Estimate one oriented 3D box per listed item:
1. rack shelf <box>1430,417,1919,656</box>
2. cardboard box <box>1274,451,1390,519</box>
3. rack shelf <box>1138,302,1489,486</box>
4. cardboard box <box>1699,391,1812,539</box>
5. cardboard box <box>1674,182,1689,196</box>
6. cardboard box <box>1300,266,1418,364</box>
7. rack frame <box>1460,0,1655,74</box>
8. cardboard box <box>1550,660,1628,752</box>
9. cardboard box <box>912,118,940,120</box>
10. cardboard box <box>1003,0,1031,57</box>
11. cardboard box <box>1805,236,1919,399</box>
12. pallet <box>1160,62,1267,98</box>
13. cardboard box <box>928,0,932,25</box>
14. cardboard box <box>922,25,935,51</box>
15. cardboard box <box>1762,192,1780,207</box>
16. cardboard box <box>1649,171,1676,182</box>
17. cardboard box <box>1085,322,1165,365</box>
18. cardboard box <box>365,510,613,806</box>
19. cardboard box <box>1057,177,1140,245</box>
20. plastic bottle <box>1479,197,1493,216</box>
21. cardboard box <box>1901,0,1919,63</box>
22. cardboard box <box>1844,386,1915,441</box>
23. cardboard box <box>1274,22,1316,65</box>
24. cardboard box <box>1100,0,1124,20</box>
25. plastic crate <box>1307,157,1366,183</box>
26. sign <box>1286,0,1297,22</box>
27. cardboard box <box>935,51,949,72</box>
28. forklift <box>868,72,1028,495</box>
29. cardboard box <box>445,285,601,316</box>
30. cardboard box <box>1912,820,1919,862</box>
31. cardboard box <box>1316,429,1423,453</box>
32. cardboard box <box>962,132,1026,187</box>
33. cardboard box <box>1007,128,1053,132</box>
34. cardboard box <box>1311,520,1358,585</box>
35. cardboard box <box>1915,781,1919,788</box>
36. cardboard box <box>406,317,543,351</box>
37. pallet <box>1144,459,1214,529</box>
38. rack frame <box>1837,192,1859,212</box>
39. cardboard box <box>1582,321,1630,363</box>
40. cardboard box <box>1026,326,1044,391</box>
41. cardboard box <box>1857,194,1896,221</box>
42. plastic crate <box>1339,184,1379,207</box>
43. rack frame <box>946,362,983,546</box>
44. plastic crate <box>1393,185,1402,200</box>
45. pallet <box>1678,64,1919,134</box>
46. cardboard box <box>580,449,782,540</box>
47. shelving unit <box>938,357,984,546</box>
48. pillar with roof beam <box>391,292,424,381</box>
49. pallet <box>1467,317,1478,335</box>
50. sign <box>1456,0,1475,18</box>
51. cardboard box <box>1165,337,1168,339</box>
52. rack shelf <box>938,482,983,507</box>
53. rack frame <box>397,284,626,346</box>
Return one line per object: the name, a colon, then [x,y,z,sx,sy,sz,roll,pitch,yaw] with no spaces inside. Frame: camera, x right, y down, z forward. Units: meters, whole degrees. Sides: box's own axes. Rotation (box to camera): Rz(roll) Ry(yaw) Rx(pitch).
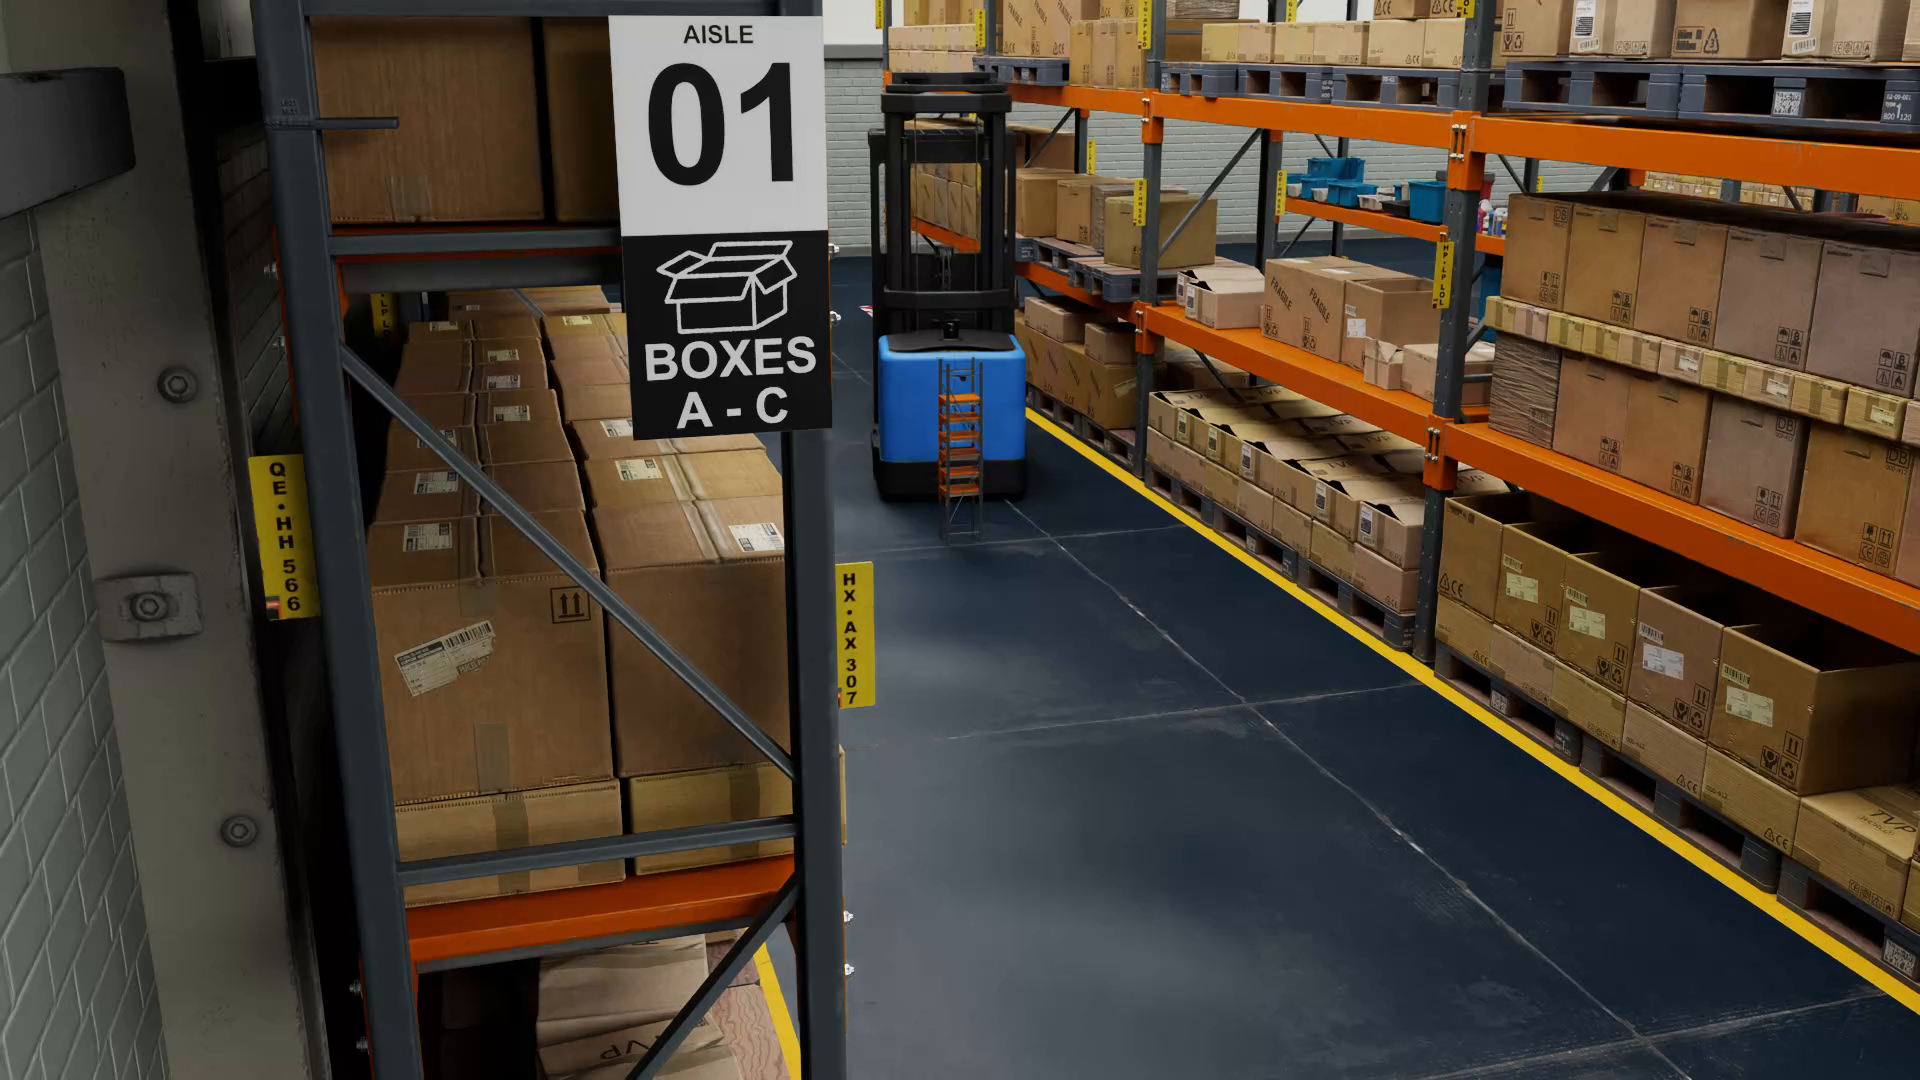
rack shelf: [3.459,0.062,6.782,1.077,0.370,4.000,-5,17,-15]
cardboard box: [2.238,-0.360,10.010,0.500,0.311,0.500,-5,17,-15]
rack shelf: [2.359,-1.045,10.466,1.077,0.370,4.000,-5,17,-15]
cardboard box: [3.464,-0.335,6.681,0.700,0.500,0.500,-4,17,-14]
cardboard box: [9.201,-4.409,20.851,0.380,0.149,0.250,-5,17,-16]
cardboard box: [2.431,-1.382,10.164,0.500,0.500,0.500,-5,17,-15]
rack frame: [2.909,-3.709,7.658,1.000,3.000,0.127,-5,17,-15]
cardboard box: [3.010,0.710,7.425,0.500,0.250,0.500,-5,17,-15]
cardboard box: [-0.521,-4.538,18.935,0.500,0.500,0.500,-4,17,-14]
cardboard box: [0.778,-4.637,14.883,0.600,0.600,0.600,-6,18,-20]
cardboard box: [3.589,-0.828,6.065,0.700,0.500,0.500,-5,17,-15]
pallet: [2.082,-3.108,11.198,1.213,0.211,1.003,-4,17,-13]
cardboard box: [0.064,-5.703,17.597,0.700,0.500,0.500,-5,17,-15]
cardboard box: [-0.090,-5.181,17.165,0.500,0.250,0.500,-5,17,-15]
cardboard box: [9.625,-3.982,19.432,0.380,0.149,0.250,-4,17,-14]
cardboard box: [9.158,-4.711,21.164,0.500,0.250,0.500,-5,17,-16]
cardboard box: [1.307,-1.570,13.243,0.500,0.250,0.500,-4,17,-13]
cardboard box: [-1.088,0.253,3.819,0.500,0.500,0.500,-5,17,-16]
cardboard box: [1.255,-2.814,14.202,0.700,0.500,0.500,-10,19,-29]
plastic bottle: [5.270,-3.282,16.748,0.144,0.351,0.185,-5,17,-15]
cardboard box: [3.438,-1.660,5.338,0.500,0.250,0.500,-5,17,-15]
cardboard box: [3.437,-0.464,5.981,0.380,0.149,0.250,-4,17,-14]
cardboard box: [2.296,-3.084,10.323,0.500,0.250,0.500,-5,17,-16]
cardboard box: [1.415,-4.309,12.957,0.500,0.500,0.500,-5,17,-15]
plastic crate: [4.646,-4.514,20.598,0.616,0.435,0.499,-5,17,-15]
sign: [2.345,-3.706,11.825,0.100,0.325,0.005,-5,17,-15]
cardboard box: [0.048,-4.804,16.777,0.500,0.250,0.500,-5,17,-15]
forklift: [-0.144,-2.095,12.830,1.130,2.935,3.031,-1,17,-4]
cardboard box: [-2.107,-1.000,8.130,0.700,0.500,0.500,-3,17,-10]
cardboard box: [3.575,0.902,5.480,0.500,0.500,0.500,-5,17,-15]
cardboard box: [2.611,-0.548,10.637,0.500,0.311,0.500,-4,17,-14]
cardboard box: [0.322,-3.695,16.127,0.500,0.500,0.500,-5,17,-15]
cardboard box: [0.709,-3.871,16.712,0.500,0.500,0.500,-5,18,-17]
cardboard box: [2.379,0.048,9.628,0.500,0.250,0.500,-5,17,-16]
cardboard box: [3.934,1.082,6.184,0.500,0.250,0.500,-5,17,-15]
cardboard box: [-1.925,-0.594,6.636,0.500,0.500,0.500,-5,17,-17]
pallet: [1.998,-0.376,11.837,1.003,0.211,1.213,-5,17,-15]
rack frame: [10.236,-3.831,18.491,1.000,3.000,0.127,-5,17,-15]
cardboard box: [3.012,-0.892,7.405,0.380,0.149,0.250,-5,17,-16]
cardboard box: [0.896,-1.624,14.724,0.500,0.500,0.500,-4,17,-15]
cardboard box: [10.122,-3.732,17.988,0.500,0.500,0.500,-5,17,-15]
plastic crate: [4.570,-3.953,19.084,0.416,0.233,0.300,-5,17,-15]
rack frame: [0.029,-0.545,10.682,0.240,1.200,0.006,-5,17,-15]
plastic crate: [5.186,-3.946,19.063,0.416,0.233,0.300,-5,17,-15]
pallet: [3.500,-1.659,6.202,1.003,0.211,1.213,-5,17,-15]
cardboard box: [-0.722,0.073,4.417,0.500,0.500,0.500,-5,17,-15]
shelving unit: [0.004,-0.571,10.766,0.258,1.200,0.189,-5,17,-15]
pillar with roof beam: [-0.936,-5.995,15.267,9.100,9.000,0.400,-5,17,-15]
pallet: [5.235,-2.304,18.256,1.003,0.211,1.213,-5,17,-15]
sign: [2.390,-2.625,7.818,0.100,0.325,0.005,-5,17,-15]
cardboard box: [1.529,-1.532,14.418,0.500,0.500,0.500,-5,18,-17]
rack shelf: [0.004,-0.298,10.848,0.258,0.103,0.180,-5,17,-15]
rack frame: [-1.853,-0.443,7.213,1.000,3.000,0.127,-5,17,-15]
